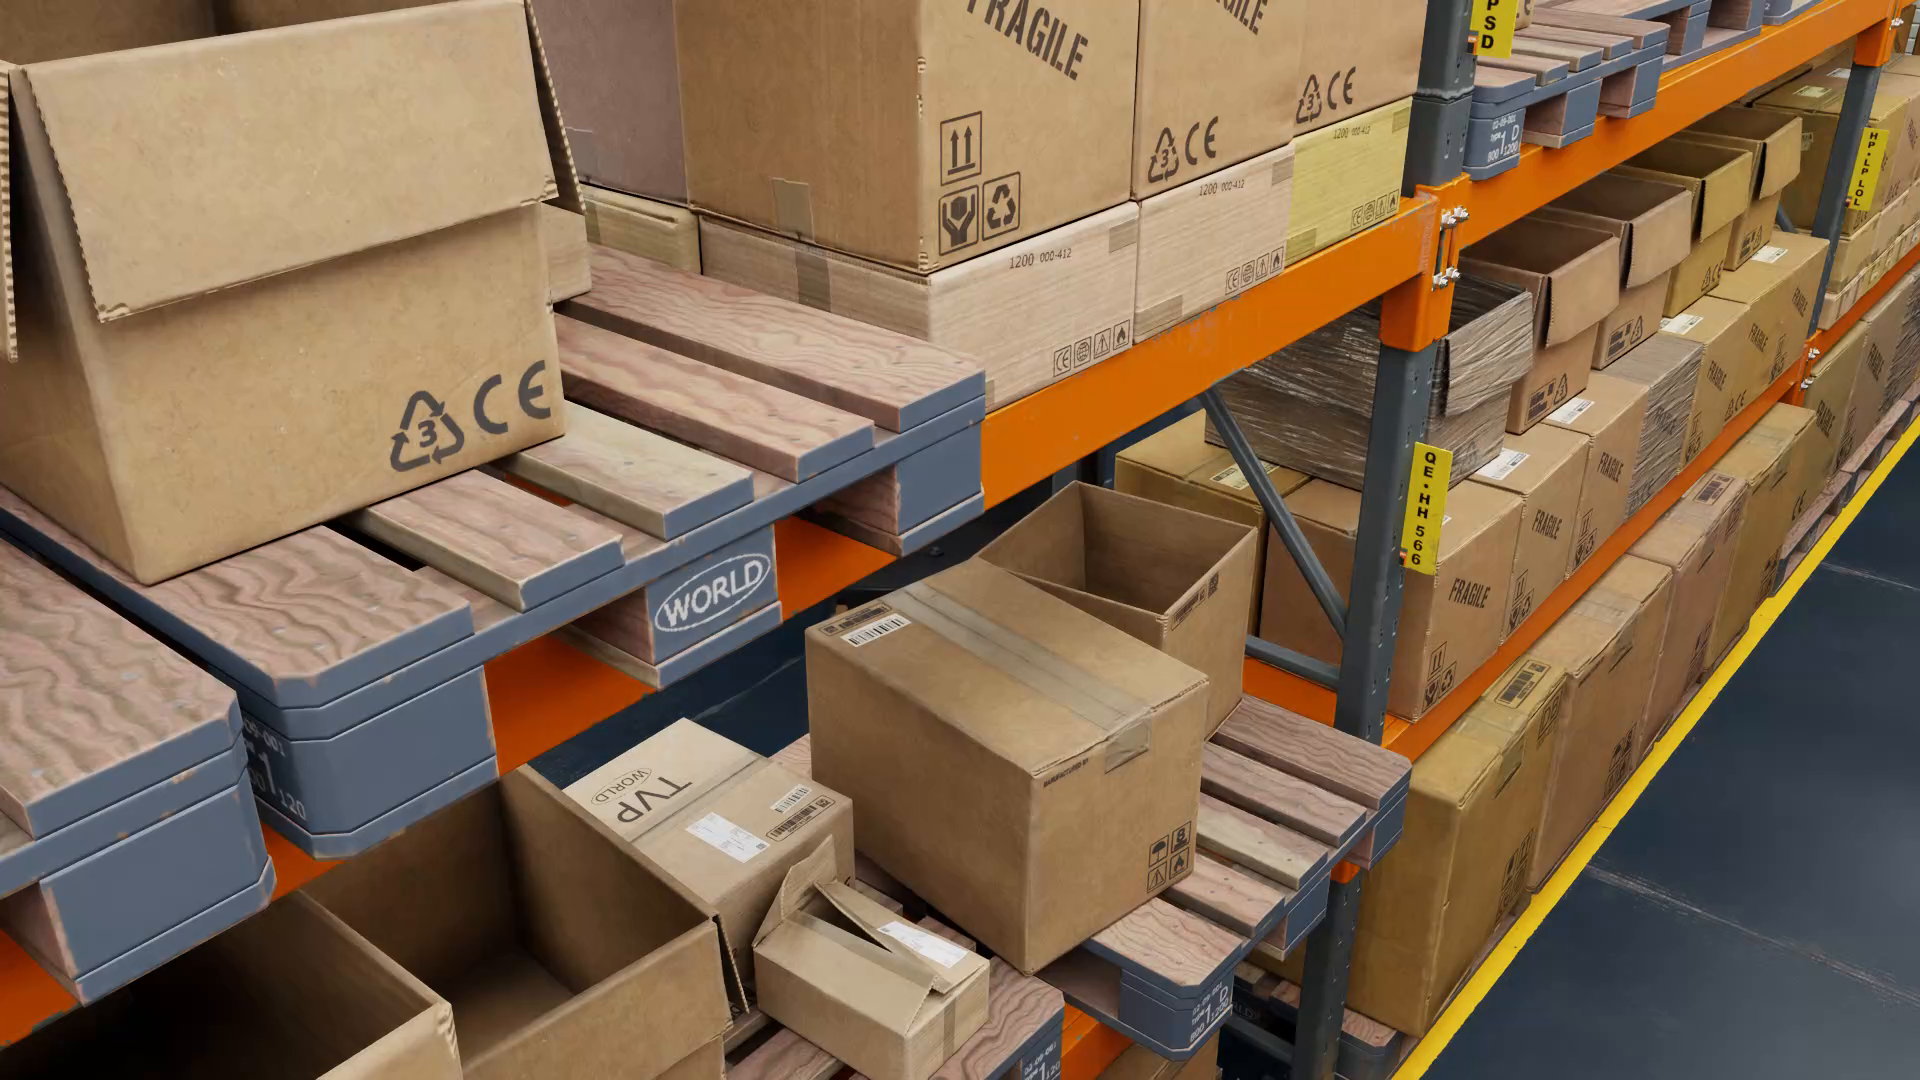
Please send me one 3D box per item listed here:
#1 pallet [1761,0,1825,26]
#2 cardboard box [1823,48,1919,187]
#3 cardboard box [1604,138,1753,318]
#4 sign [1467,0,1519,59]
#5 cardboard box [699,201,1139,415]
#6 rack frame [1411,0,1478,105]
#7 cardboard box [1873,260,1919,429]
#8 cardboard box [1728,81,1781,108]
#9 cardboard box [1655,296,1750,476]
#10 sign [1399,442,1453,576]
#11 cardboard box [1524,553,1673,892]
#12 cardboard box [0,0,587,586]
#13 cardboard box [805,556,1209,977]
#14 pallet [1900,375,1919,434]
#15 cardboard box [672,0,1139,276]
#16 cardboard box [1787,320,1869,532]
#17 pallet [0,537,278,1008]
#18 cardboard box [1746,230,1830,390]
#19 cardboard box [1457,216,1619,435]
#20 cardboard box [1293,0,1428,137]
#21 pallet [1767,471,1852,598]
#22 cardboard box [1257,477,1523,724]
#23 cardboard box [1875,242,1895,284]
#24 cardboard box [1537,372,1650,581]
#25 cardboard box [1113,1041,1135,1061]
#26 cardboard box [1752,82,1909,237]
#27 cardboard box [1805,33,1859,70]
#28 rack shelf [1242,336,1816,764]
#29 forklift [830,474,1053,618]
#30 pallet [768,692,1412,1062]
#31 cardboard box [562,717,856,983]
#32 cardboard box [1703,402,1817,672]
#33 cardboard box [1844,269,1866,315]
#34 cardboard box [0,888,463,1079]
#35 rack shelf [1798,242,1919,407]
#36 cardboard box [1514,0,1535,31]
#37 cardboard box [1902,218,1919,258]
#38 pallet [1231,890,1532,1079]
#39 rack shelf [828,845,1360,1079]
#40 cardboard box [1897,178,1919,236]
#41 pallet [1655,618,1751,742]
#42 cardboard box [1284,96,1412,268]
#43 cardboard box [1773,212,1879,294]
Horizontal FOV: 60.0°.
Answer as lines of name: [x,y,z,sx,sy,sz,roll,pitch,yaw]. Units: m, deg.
pallet: [2.676,-2.075,5.939,0.805,0.209,1.217,19,33,32]
cardboard box: [4.370,-2.019,7.911,0.500,0.500,0.500,20,33,33]
cardboard box: [2.376,-1.188,6.081,0.797,0.503,0.637,21,34,35]
sign: [1.095,-1.151,3.383,0.100,0.325,0.005,21,34,34]
cardboard box: [-0.063,-0.417,2.690,0.500,0.250,0.500,22,34,36]
rack frame: [0.677,-2.413,3.121,1.000,3.000,0.127,21,34,34]
cardboard box: [4.842,-1.255,9.266,0.875,0.875,0.875,21,34,34]
cardboard box: [3.308,-1.806,7.501,0.500,0.500,0.500,22,35,36]
cardboard box: [2.488,-0.605,6.046,0.500,0.500,0.500,20,34,34]
sign: [1.102,-0.072,3.951,0.100,0.325,0.005,21,34,34]
cardboard box: [1.705,0.456,5.959,1.225,0.875,0.875,21,34,35]
cardboard box: [-0.893,-0.367,1.861,0.797,0.503,0.637,22,35,36]
cardboard box: [0.087,0.451,3.548,0.500,0.500,0.700,-22,35,-36]
pallet: [5.318,-1.040,10.031,1.003,0.211,1.213,21,34,34]
cardboard box: [-0.078,-0.749,2.516,0.500,0.500,0.500,21,34,35]
cardboard box: [3.703,-0.620,8.040,0.875,0.875,0.875,21,34,34]
pallet: [-1.392,0.233,1.475,1.213,0.211,1.003,21,34,34]
cardboard box: [3.135,-0.965,6.743,0.500,0.500,0.500,21,34,35]
cardboard box: [1.571,-0.723,5.183,0.797,0.503,0.637,22,34,36]
cardboard box: [0.567,-1.105,3.204,0.500,0.500,0.500,22,34,36]
pallet: [3.766,-0.175,8.358,1.003,0.211,1.213,21,34,34]
cardboard box: [1.196,0.114,4.656,0.500,0.500,0.500,22,35,36]
cardboard box: [4.166,-1.343,7.855,0.380,0.149,0.250,20,33,33]
cardboard box: [1.846,-0.252,5.364,0.500,0.500,0.500,20,33,34]
cardboard box: [0.274,1.080,4.324,0.500,0.250,0.500,22,35,36]
cardboard box: [3.723,-1.660,7.218,0.500,0.500,0.500,21,34,34]
cardboard box: [4.609,-2.529,8.898,0.500,0.500,0.500,20,33,33]
rack shelf: [1.949,-0.138,6.035,1.077,0.370,4.000,21,34,34]
forklift: [-0.001,-0.987,6.967,1.130,2.935,3.031,1,27,2]
pallet: [0.306,0.620,3.995,1.213,0.211,1.003,21,34,34]
cardboard box: [-0.566,0.659,3.419,0.500,0.250,0.500,20,33,33]
cardboard box: [2.830,-0.177,7.183,1.225,0.875,0.875,21,34,35]
cardboard box: [3.833,-1.156,7.493,0.380,0.149,0.250,19,33,33]
cardboard box: [-1.254,0.976,1.989,1.000,1.000,1.000,21,34,35]
rack shelf: [4.494,-1.556,8.777,1.077,0.370,4.000,21,34,34]
cardboard box: [1.010,-1.551,4.149,0.797,0.503,0.637,23,35,37]
cardboard box: [4.490,-1.522,8.202,0.380,0.149,0.250,21,34,35]
pallet: [1.237,1.233,5.638,1.003,0.211,1.213,21,34,34]
rack shelf: [-0.595,1.280,3.294,1.077,0.370,4.000,21,34,34]
cardboard box: [4.368,-1.682,8.077,0.500,0.250,0.500,22,34,36]
pallet: [2.789,0.367,7.310,1.003,0.211,1.213,21,34,34]
cardboard box: [0.564,-0.774,3.380,0.500,0.250,0.500,21,34,35]
cardboard box: [3.722,-1.322,7.381,0.500,0.250,0.500,20,33,34]
